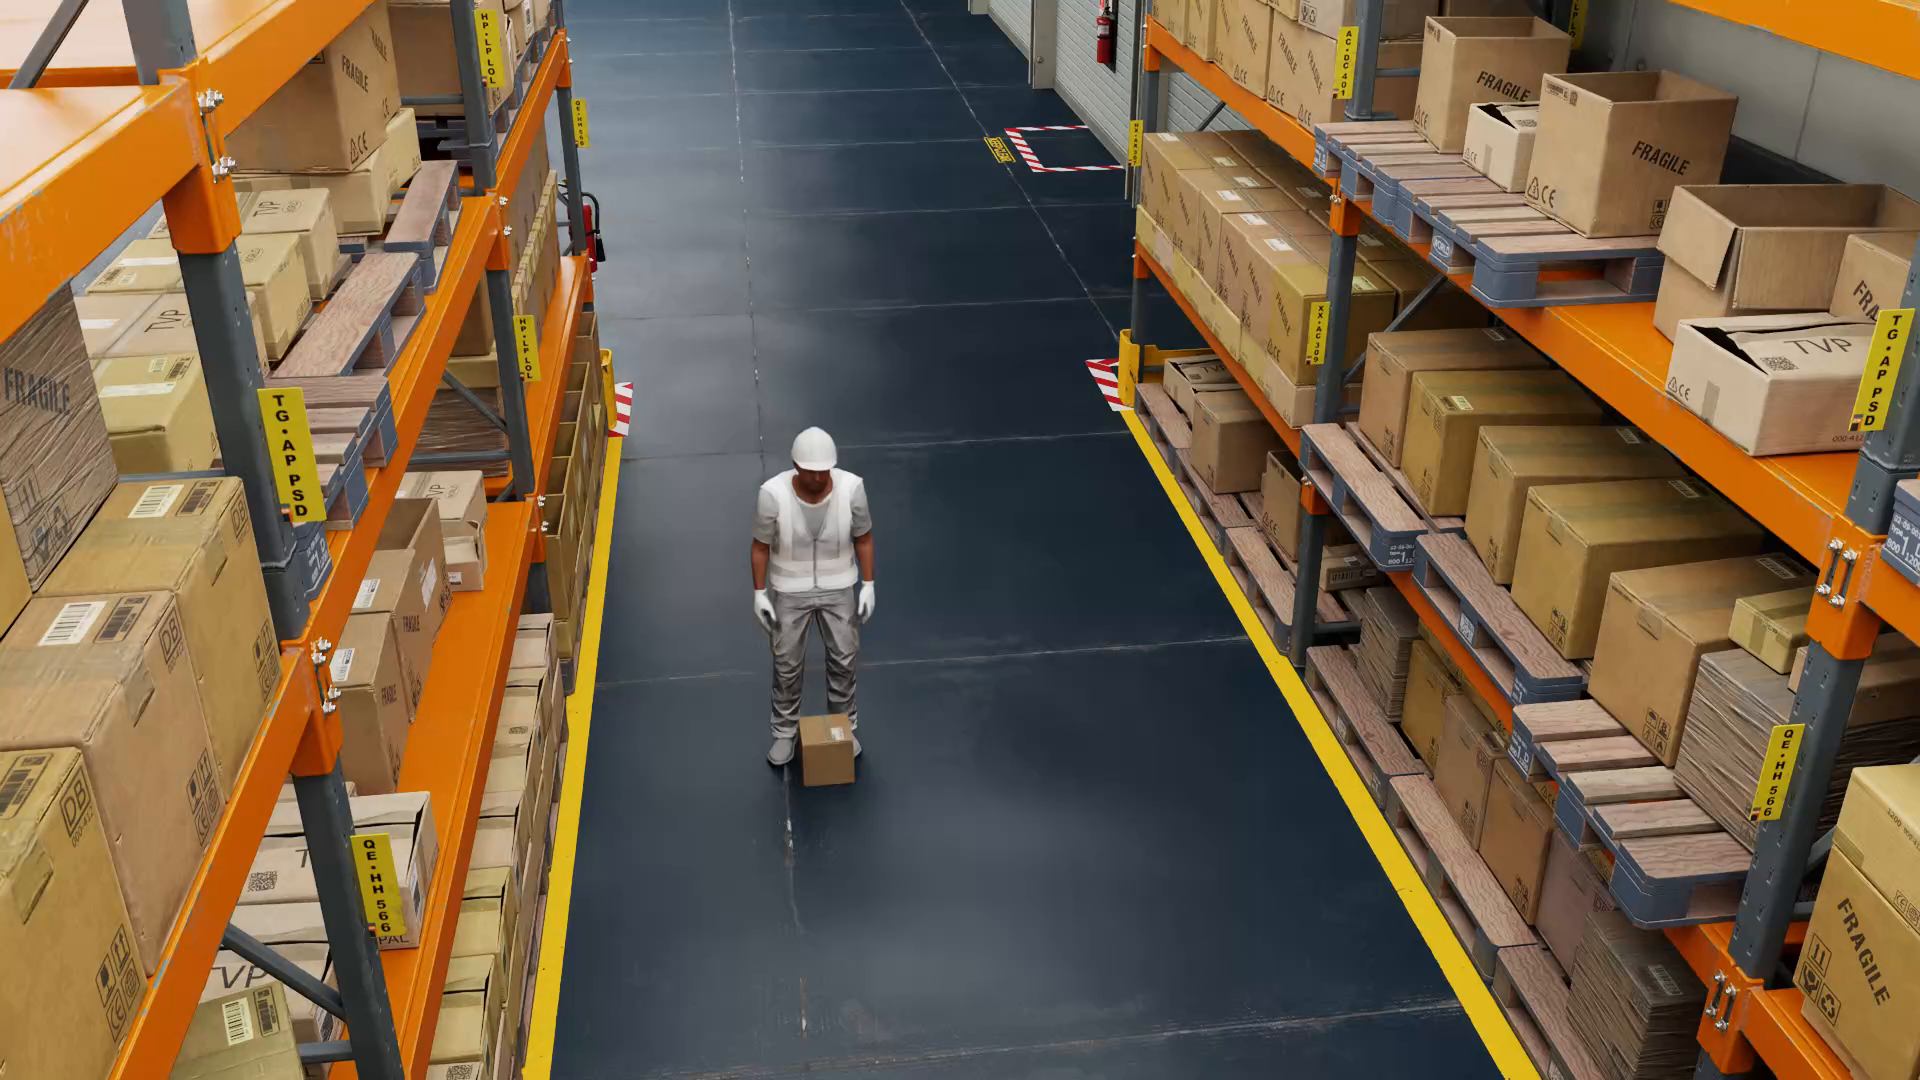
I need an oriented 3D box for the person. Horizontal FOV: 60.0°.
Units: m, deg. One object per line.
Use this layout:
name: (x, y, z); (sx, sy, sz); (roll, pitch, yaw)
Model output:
person: (-0.706, 0.259, 8.096); (0.608, 1.773, 0.449); (-5, 27, -9)
